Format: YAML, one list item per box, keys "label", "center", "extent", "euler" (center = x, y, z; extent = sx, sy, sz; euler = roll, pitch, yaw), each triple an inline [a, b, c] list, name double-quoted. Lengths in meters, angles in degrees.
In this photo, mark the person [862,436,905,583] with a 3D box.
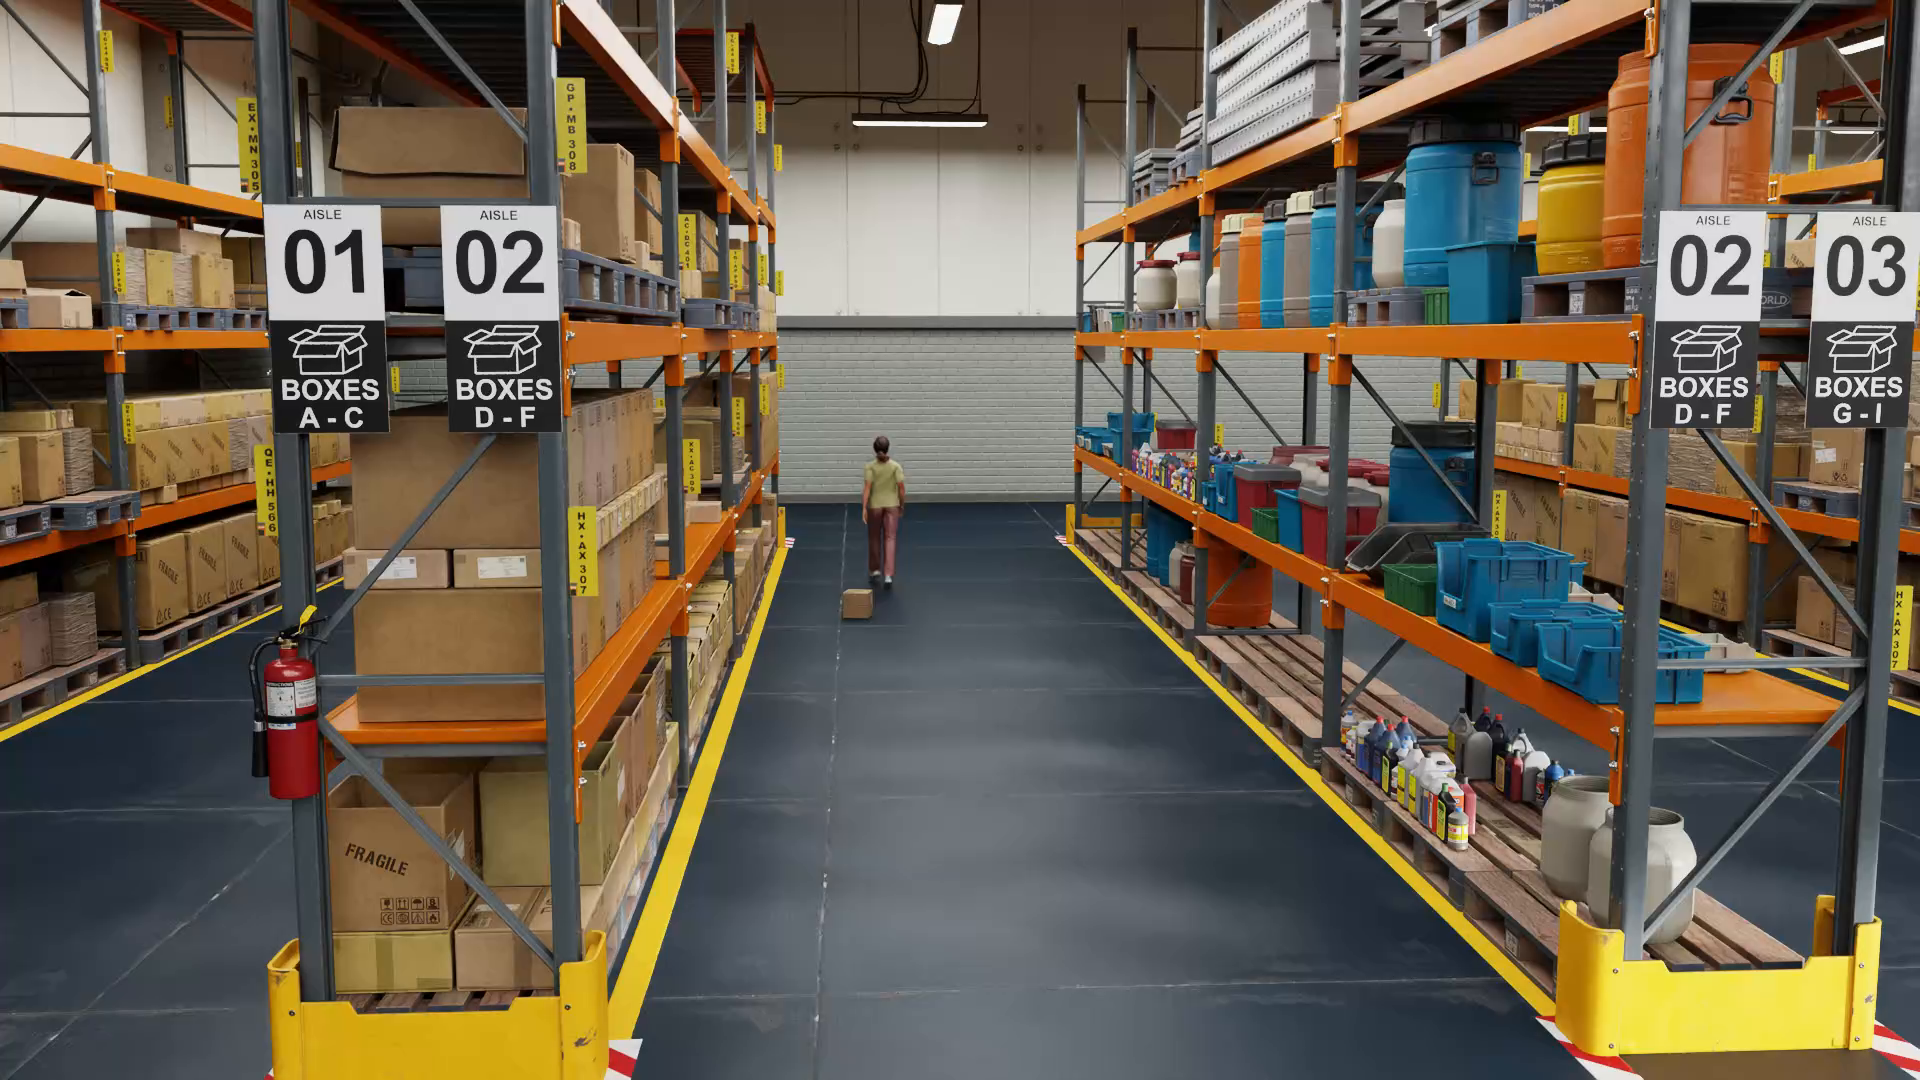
- label: "person"
  center: [-0.854, -0.366, 18.658]
  extent: [0.475, 1.616, 0.972]
  euler: [0, 7, -2]
